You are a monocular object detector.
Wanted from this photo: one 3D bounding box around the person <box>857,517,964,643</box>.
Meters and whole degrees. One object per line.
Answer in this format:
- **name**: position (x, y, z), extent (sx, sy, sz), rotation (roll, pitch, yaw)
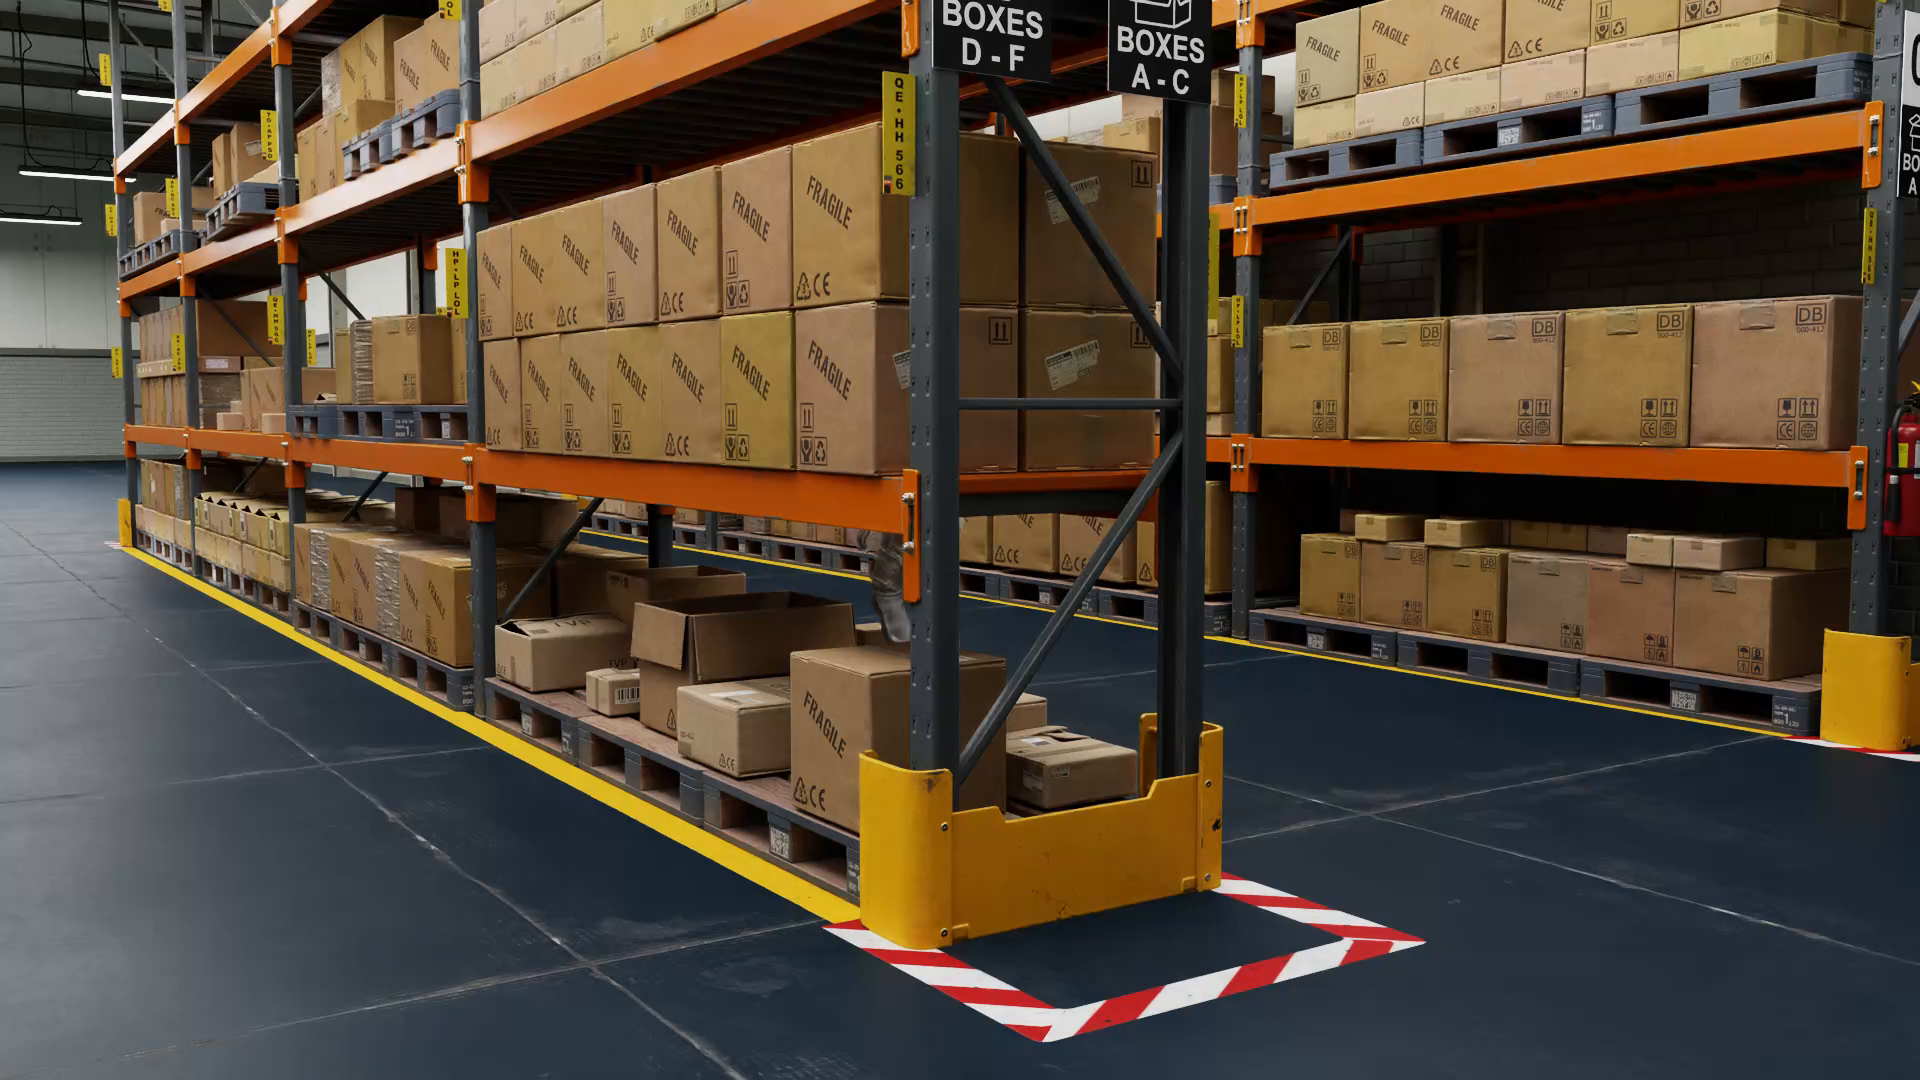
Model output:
- **person**: position (-0.261, -0.068, 9.050), extent (0.584, 1.695, 0.517), rotation (-3, 5, -32)
